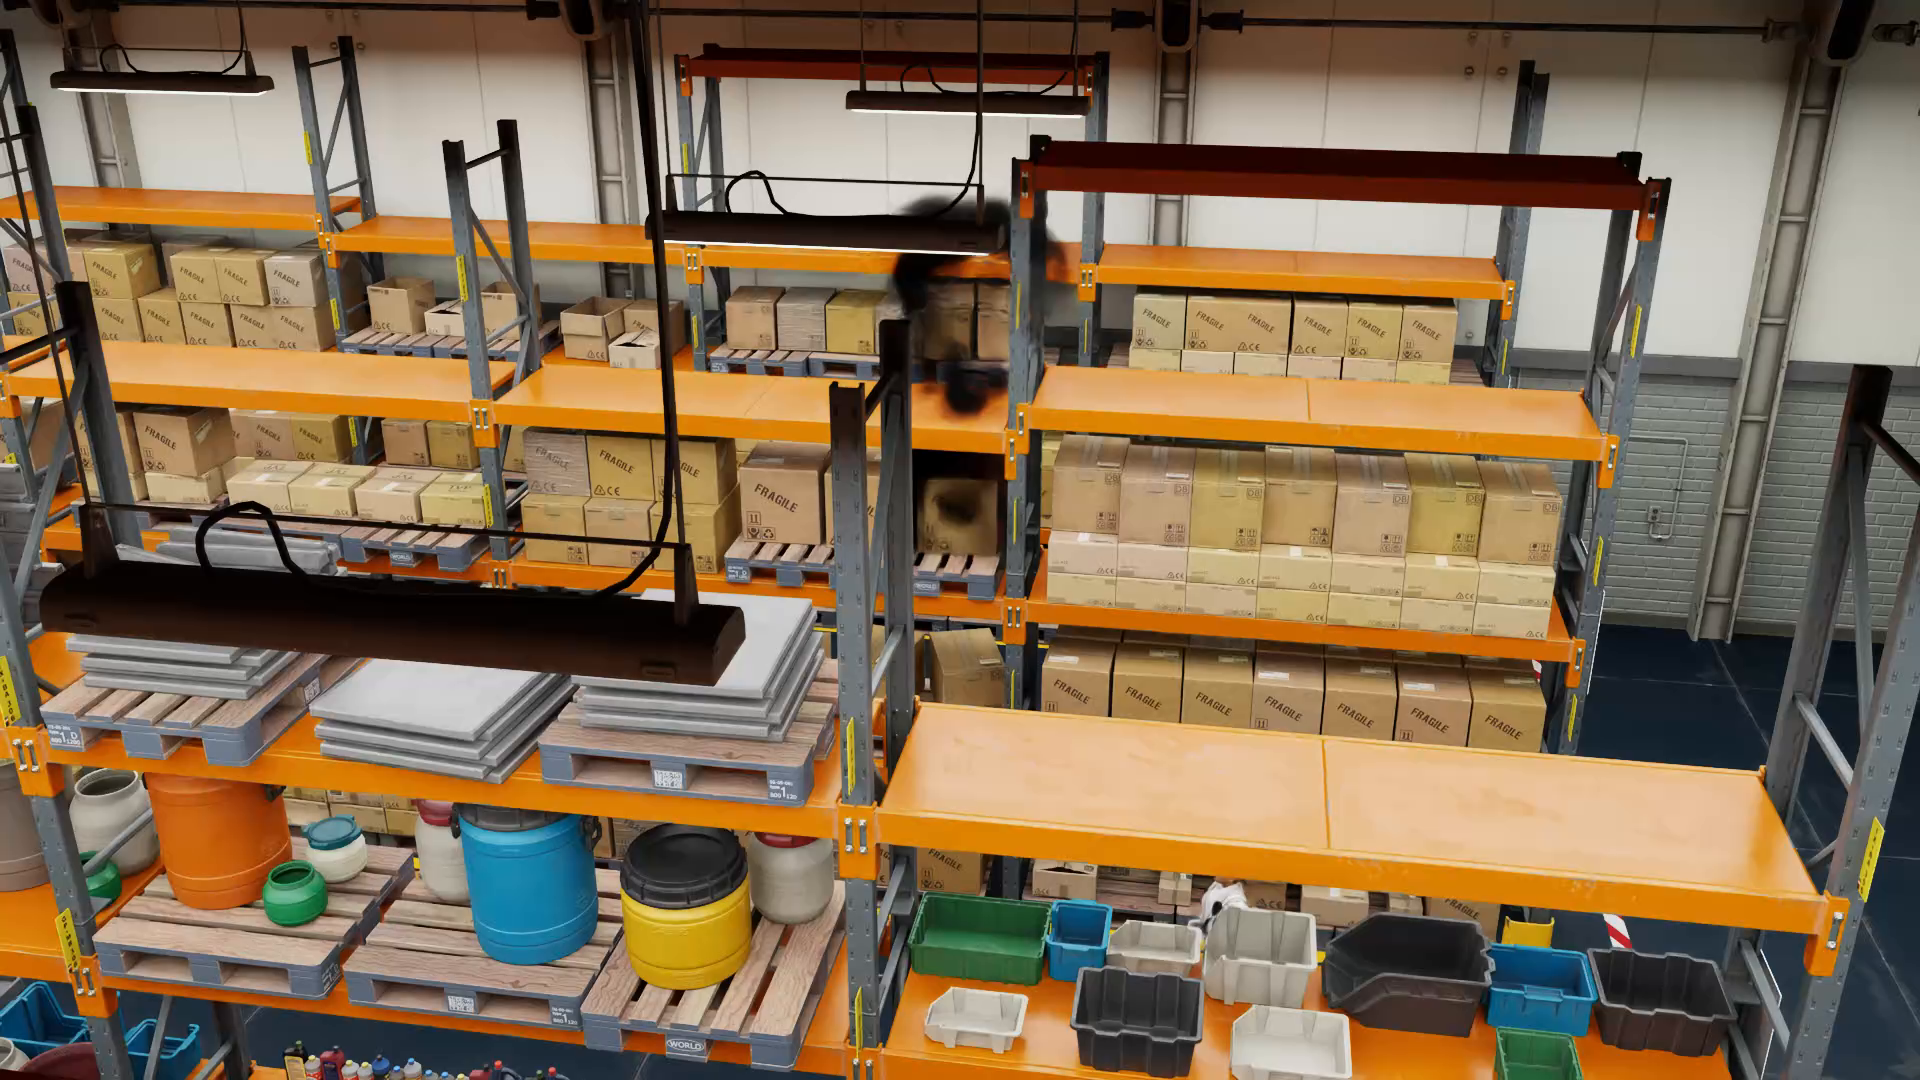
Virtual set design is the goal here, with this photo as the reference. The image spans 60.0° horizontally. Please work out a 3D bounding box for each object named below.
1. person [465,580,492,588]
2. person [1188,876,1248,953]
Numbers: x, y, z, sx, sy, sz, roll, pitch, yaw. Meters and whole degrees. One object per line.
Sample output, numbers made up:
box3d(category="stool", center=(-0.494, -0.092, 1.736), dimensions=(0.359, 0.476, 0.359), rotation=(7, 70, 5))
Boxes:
box3d(category="person", center=(-4.547, 0.946, 15.911), dimensions=(0.537, 1.725, 0.701), rotation=(1, 23, 3))
box3d(category="person", center=(1.880, 2.862, 11.539), dimensions=(0.677, 1.680, 0.629), rotation=(0, 23, 1))
